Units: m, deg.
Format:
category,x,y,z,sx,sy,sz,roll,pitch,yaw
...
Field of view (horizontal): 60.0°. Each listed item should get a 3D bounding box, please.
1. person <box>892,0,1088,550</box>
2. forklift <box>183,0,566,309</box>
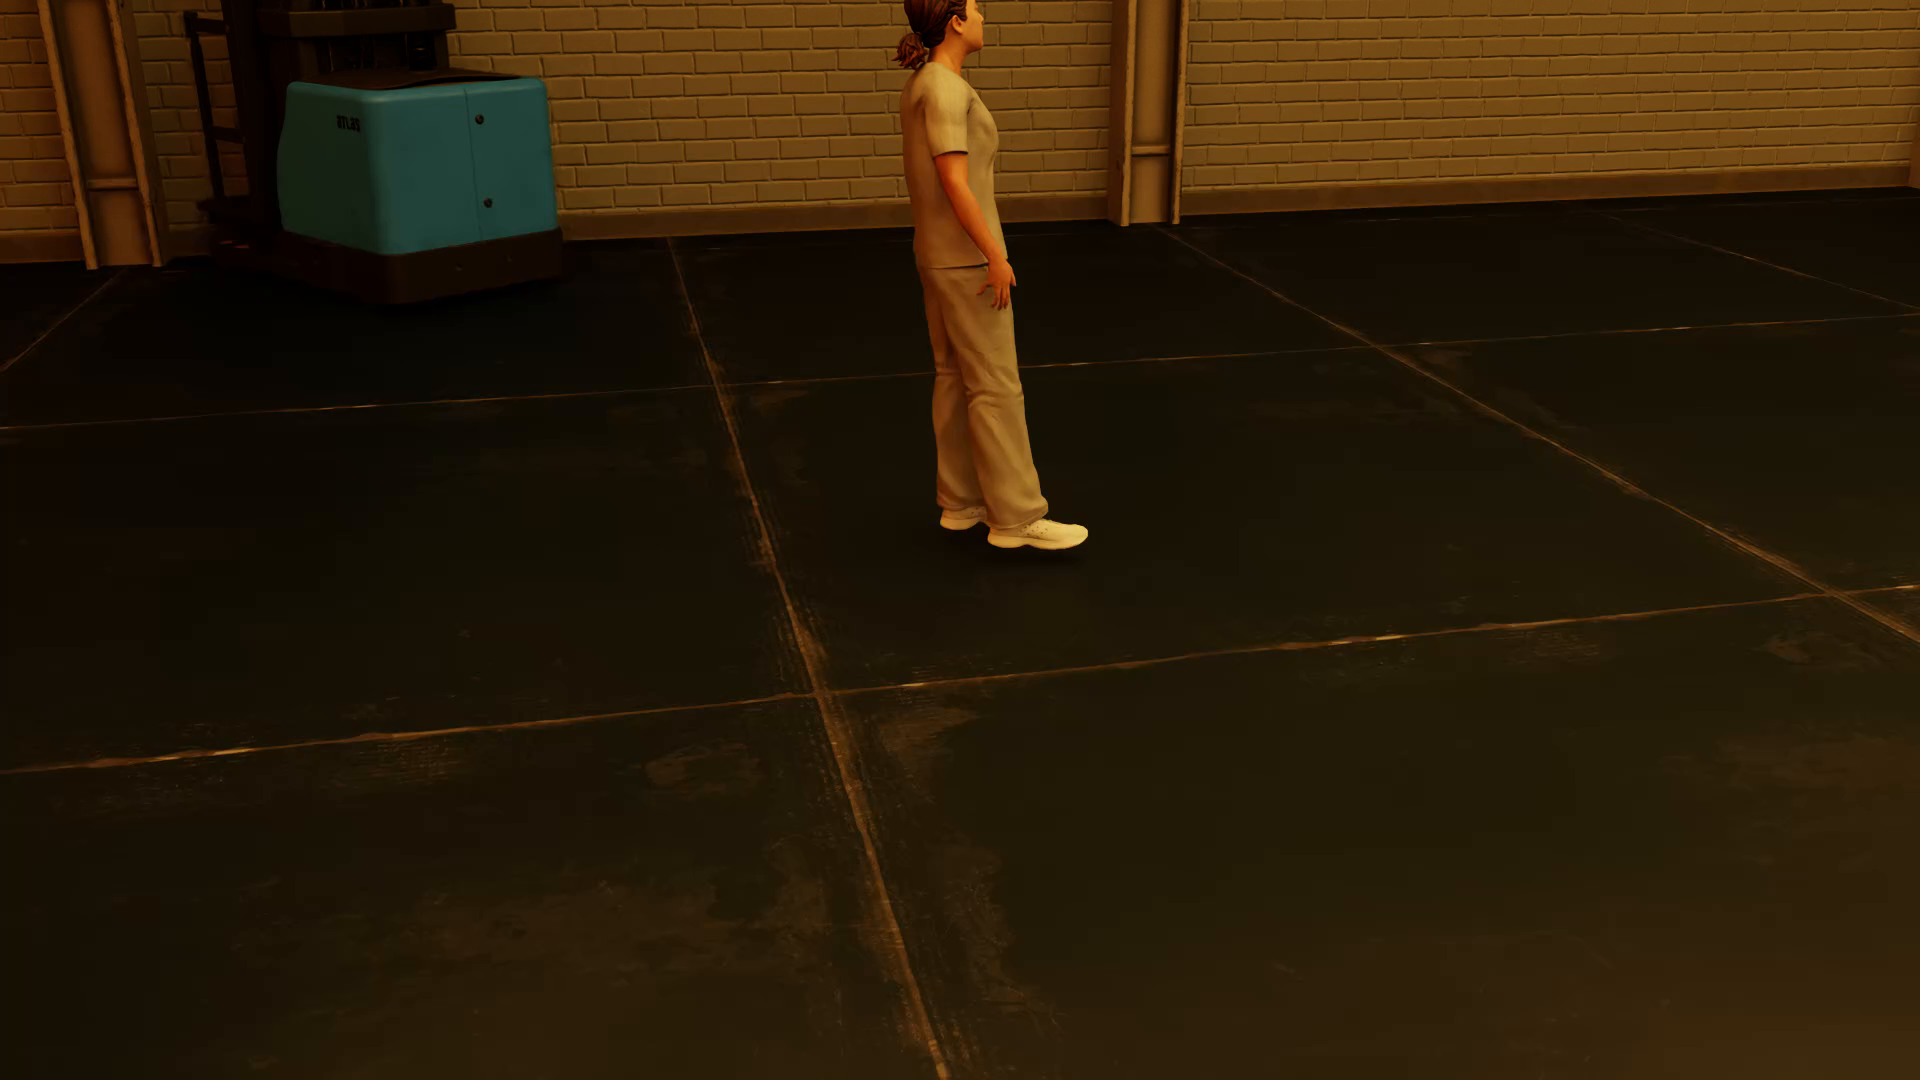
category,x,y,z,sx,sy,sz,roll,pitch,yaw
person,0.075,-0.823,4.987,0.547,1.662,0.549,-5,21,-12
forklift,-3.511,-2.934,8.867,3.031,2.935,1.130,18,27,39
